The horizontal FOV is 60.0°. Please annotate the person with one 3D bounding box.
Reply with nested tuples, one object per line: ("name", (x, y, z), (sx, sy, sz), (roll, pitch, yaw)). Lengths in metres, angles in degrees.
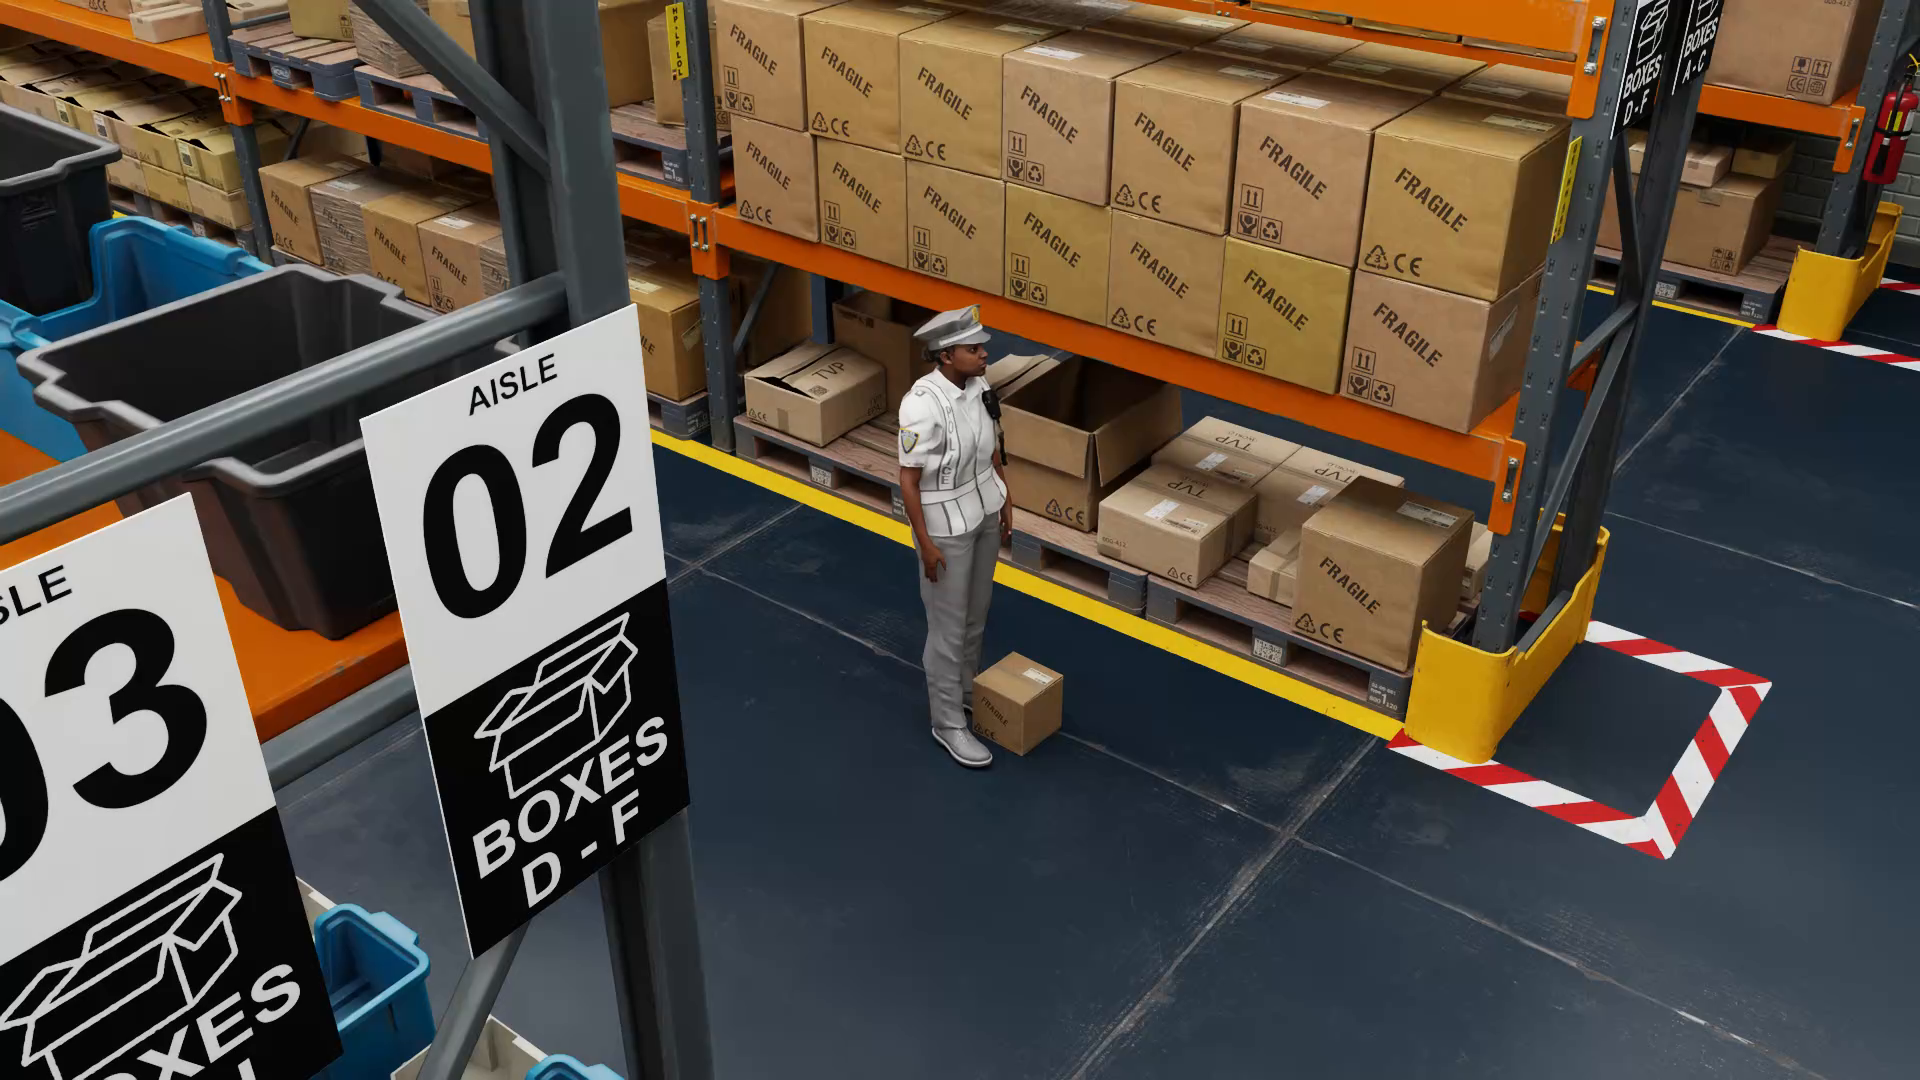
("person", (0.040, -0.043, 6.154), (0.529, 1.695, 0.570), (21, 37, 31))
